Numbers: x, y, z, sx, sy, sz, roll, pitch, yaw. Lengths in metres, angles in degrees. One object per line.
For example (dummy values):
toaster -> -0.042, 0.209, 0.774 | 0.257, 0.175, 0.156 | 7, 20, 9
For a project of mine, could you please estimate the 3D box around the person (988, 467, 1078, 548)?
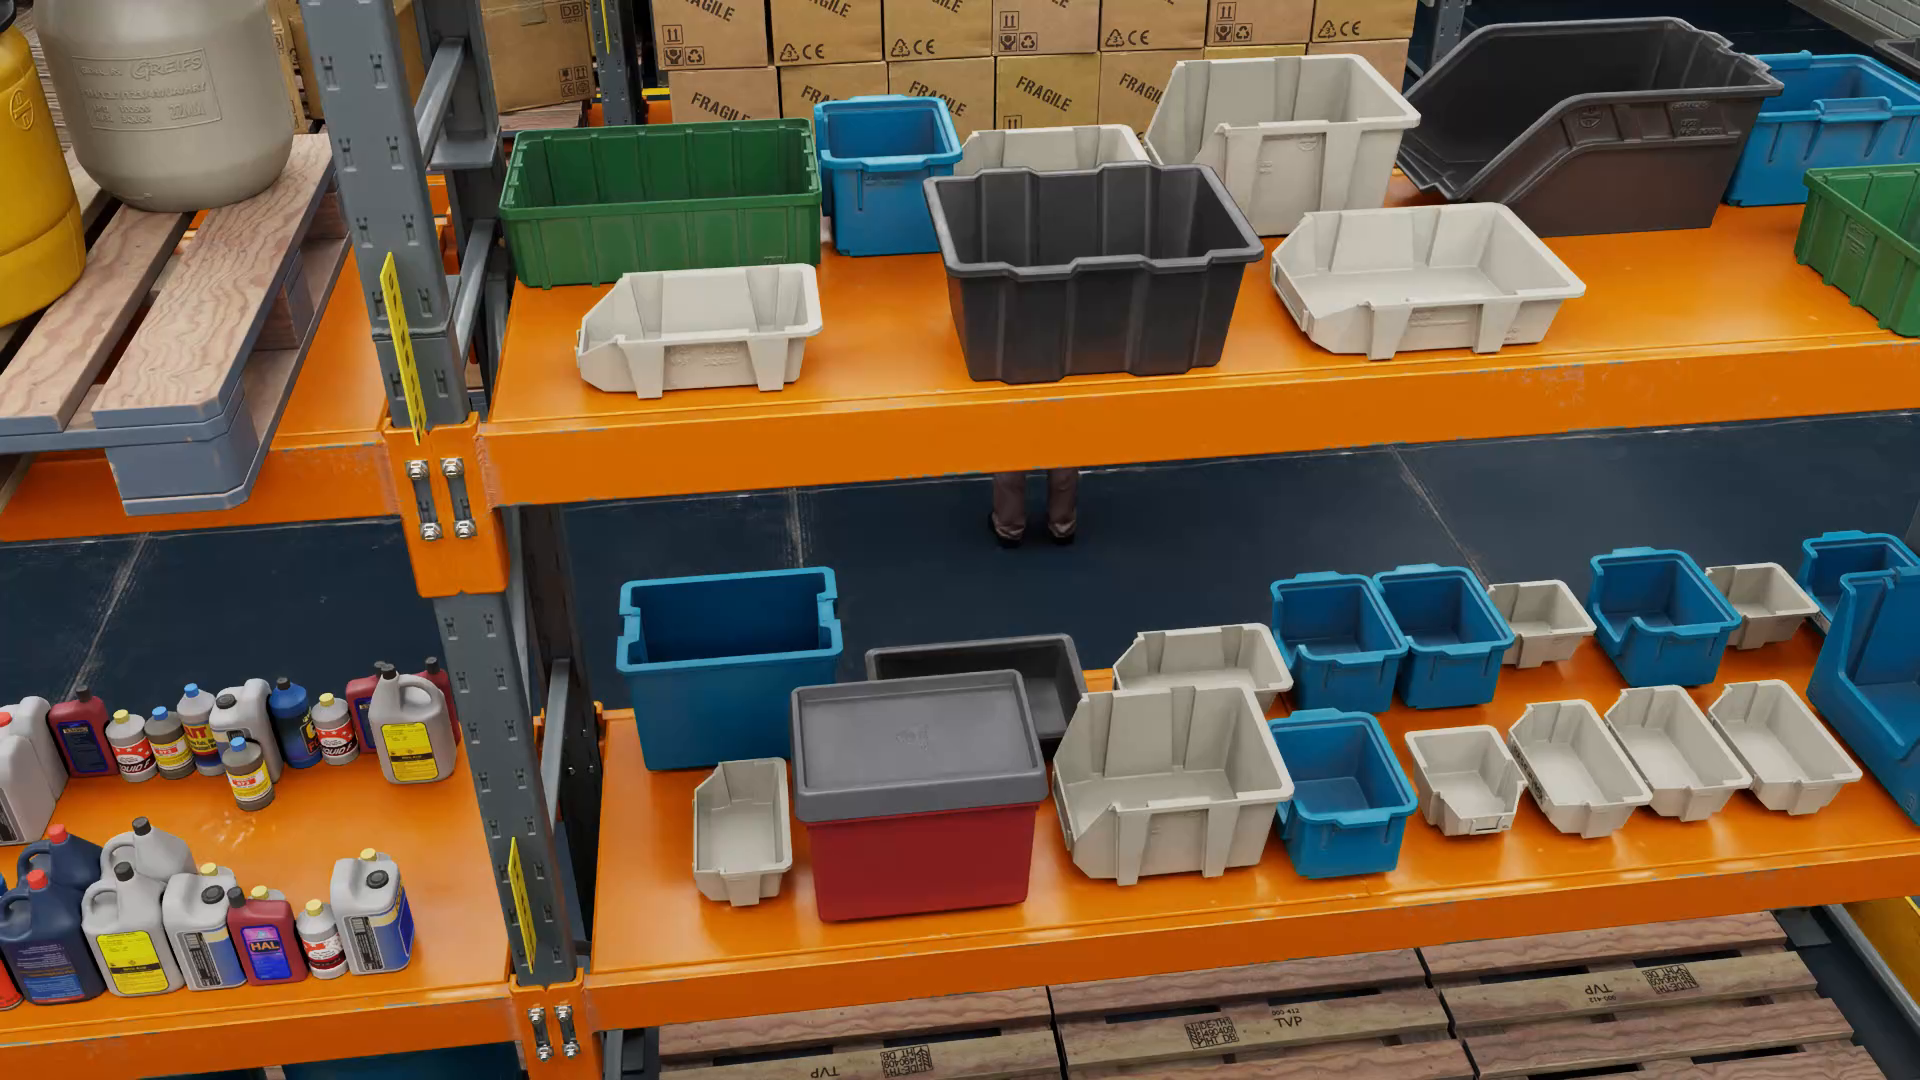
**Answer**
person -> 0.314, -0.773, 7.295 | 0.494, 1.712, 0.551 | -4, 35, -6
